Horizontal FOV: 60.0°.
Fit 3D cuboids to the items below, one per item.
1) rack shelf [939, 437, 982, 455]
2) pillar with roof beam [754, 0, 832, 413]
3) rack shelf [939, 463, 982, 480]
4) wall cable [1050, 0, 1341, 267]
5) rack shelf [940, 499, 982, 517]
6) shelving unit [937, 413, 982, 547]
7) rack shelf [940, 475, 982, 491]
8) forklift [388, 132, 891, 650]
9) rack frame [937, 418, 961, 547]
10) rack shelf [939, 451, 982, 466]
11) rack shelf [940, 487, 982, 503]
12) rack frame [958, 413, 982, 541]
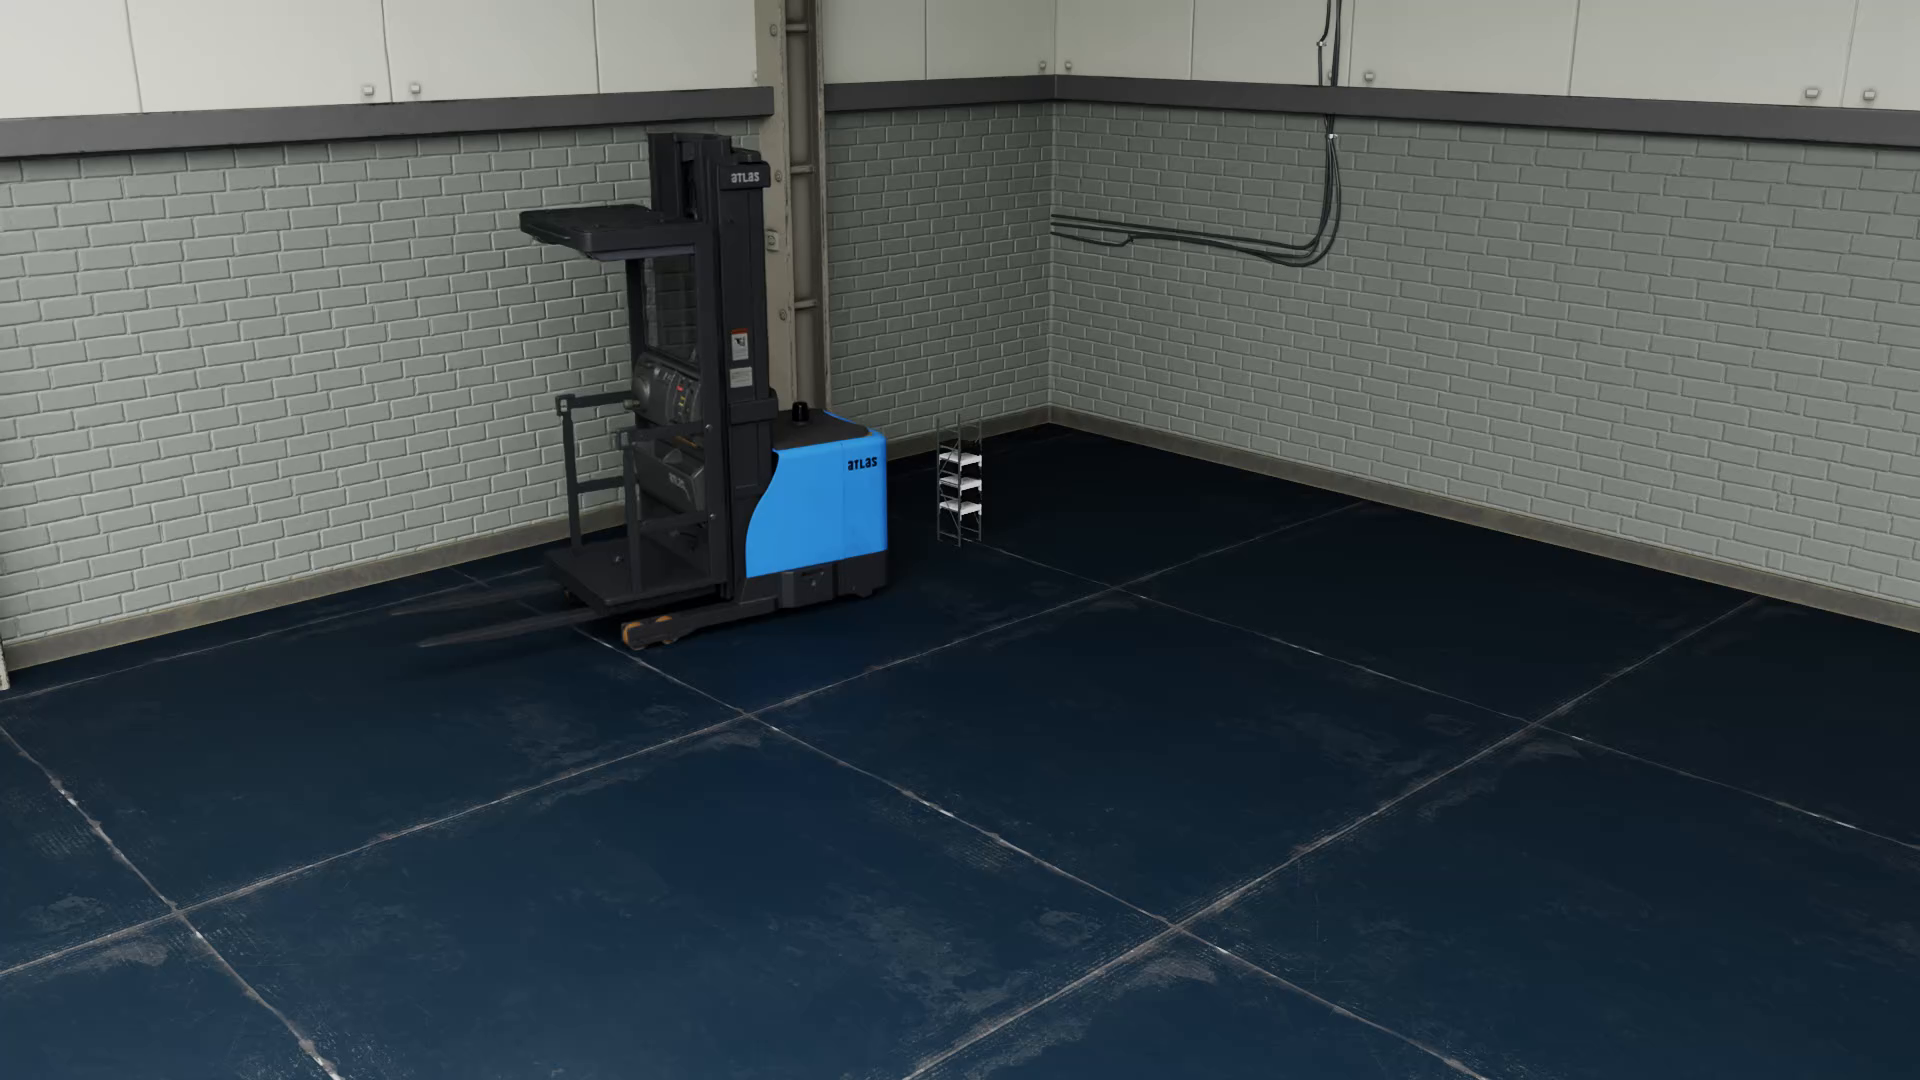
[{"bbox_3d":[-0.006,-0.651,11.768,0.200,0.077,0.258,-16,24,-41],"label":"rack shelf"},{"bbox_3d":[1.701,-3.743,8.939,0.400,9.000,9.100,-16,24,-41],"label":"pillar with roof beam"},{"bbox_3d":[-0.006,-0.480,11.823,0.200,0.077,0.258,-16,24,-41],"label":"rack shelf"},{"bbox_3d":[1.792,-3.559,13.405,0.112,2.526,3.097,-16,24,-41],"label":"wall cable"},{"bbox_3d":[-0.006,-0.223,11.906,0.200,0.077,0.258,-16,24,-41],"label":"rack shelf"},{"bbox_3d":[-0.006,-0.426,11.841,0.210,0.900,0.258,-16,24,-41],"label":"shelving unit"},{"bbox_3d":[-0.006,-0.395,11.851,0.200,0.077,0.258,-16,24,-41],"label":"rack shelf"},{"bbox_3d":[-1.969,-0.920,10.070,3.031,2.935,1.130,-11,21,-31],"label":"forklift"},{"bbox_3d":[-0.080,-0.405,11.774,0.006,0.900,0.240,-16,24,-41],"label":"rack frame"},{"bbox_3d":[-0.006,-0.566,11.795,0.200,0.077,0.258,-16,24,-41],"label":"rack shelf"},{"bbox_3d":[-0.006,-0.309,11.879,0.200,0.077,0.258,-16,24,-41],"label":"rack shelf"},{"bbox_3d":[0.068,-0.448,11.907,0.006,0.900,0.240,-16,24,-41],"label":"rack frame"}]
